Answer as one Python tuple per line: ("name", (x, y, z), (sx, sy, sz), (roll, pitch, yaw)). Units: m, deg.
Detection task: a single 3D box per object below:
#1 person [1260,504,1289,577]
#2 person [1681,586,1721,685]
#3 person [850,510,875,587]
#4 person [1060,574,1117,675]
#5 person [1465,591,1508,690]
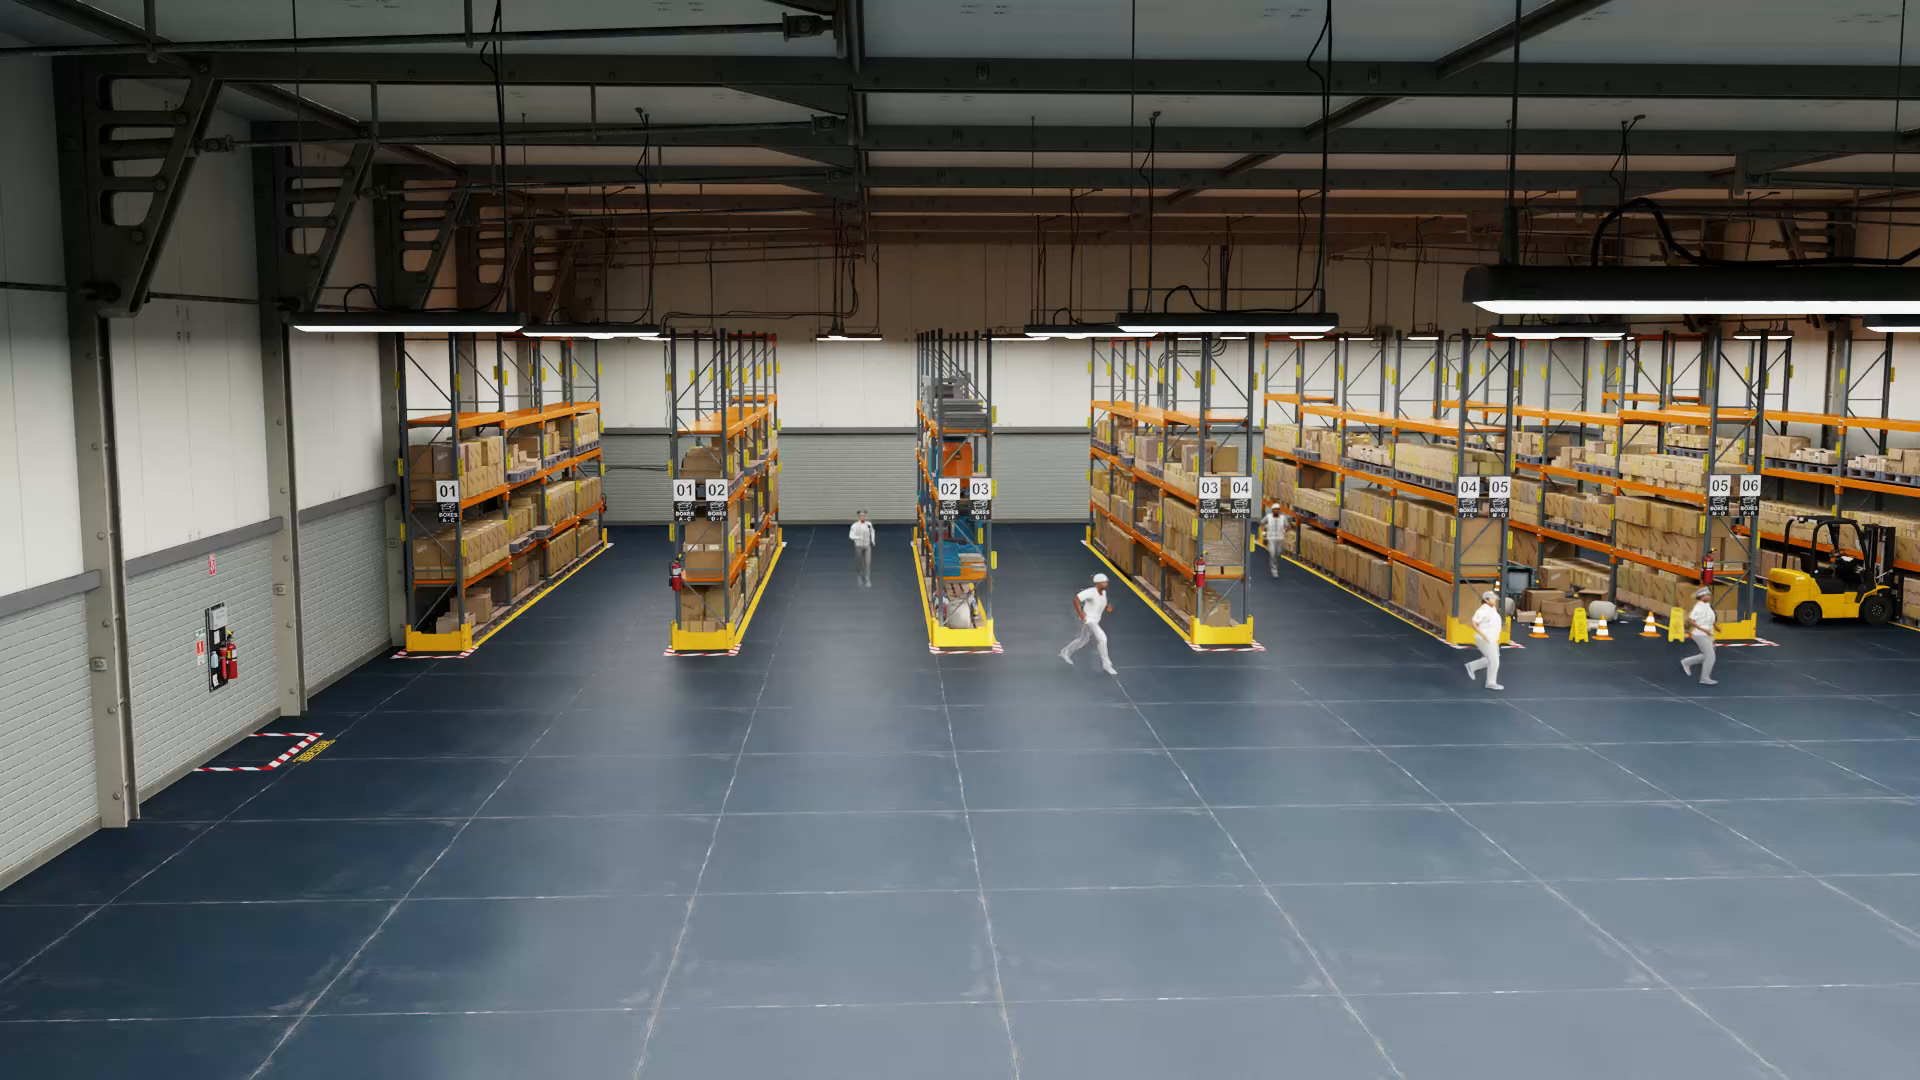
("person", (7.767, -0.013, 40.991), (0.692, 1.781, 0.930), (0, 7, -2))
("person", (12.520, 1.595, 28.100), (0.624, 1.653, 0.577), (6, 9, 41))
("person", (-2.177, 0.177, 37.350), (0.605, 1.738, 0.860), (-1, 7, -12))
("person", (2.250, 1.449, 29.050), (1.091, 1.767, 0.700), (3, 7, 23))
("person", (8.751, 1.653, 27.711), (0.693, 1.630, 0.609), (6, 9, 40))
